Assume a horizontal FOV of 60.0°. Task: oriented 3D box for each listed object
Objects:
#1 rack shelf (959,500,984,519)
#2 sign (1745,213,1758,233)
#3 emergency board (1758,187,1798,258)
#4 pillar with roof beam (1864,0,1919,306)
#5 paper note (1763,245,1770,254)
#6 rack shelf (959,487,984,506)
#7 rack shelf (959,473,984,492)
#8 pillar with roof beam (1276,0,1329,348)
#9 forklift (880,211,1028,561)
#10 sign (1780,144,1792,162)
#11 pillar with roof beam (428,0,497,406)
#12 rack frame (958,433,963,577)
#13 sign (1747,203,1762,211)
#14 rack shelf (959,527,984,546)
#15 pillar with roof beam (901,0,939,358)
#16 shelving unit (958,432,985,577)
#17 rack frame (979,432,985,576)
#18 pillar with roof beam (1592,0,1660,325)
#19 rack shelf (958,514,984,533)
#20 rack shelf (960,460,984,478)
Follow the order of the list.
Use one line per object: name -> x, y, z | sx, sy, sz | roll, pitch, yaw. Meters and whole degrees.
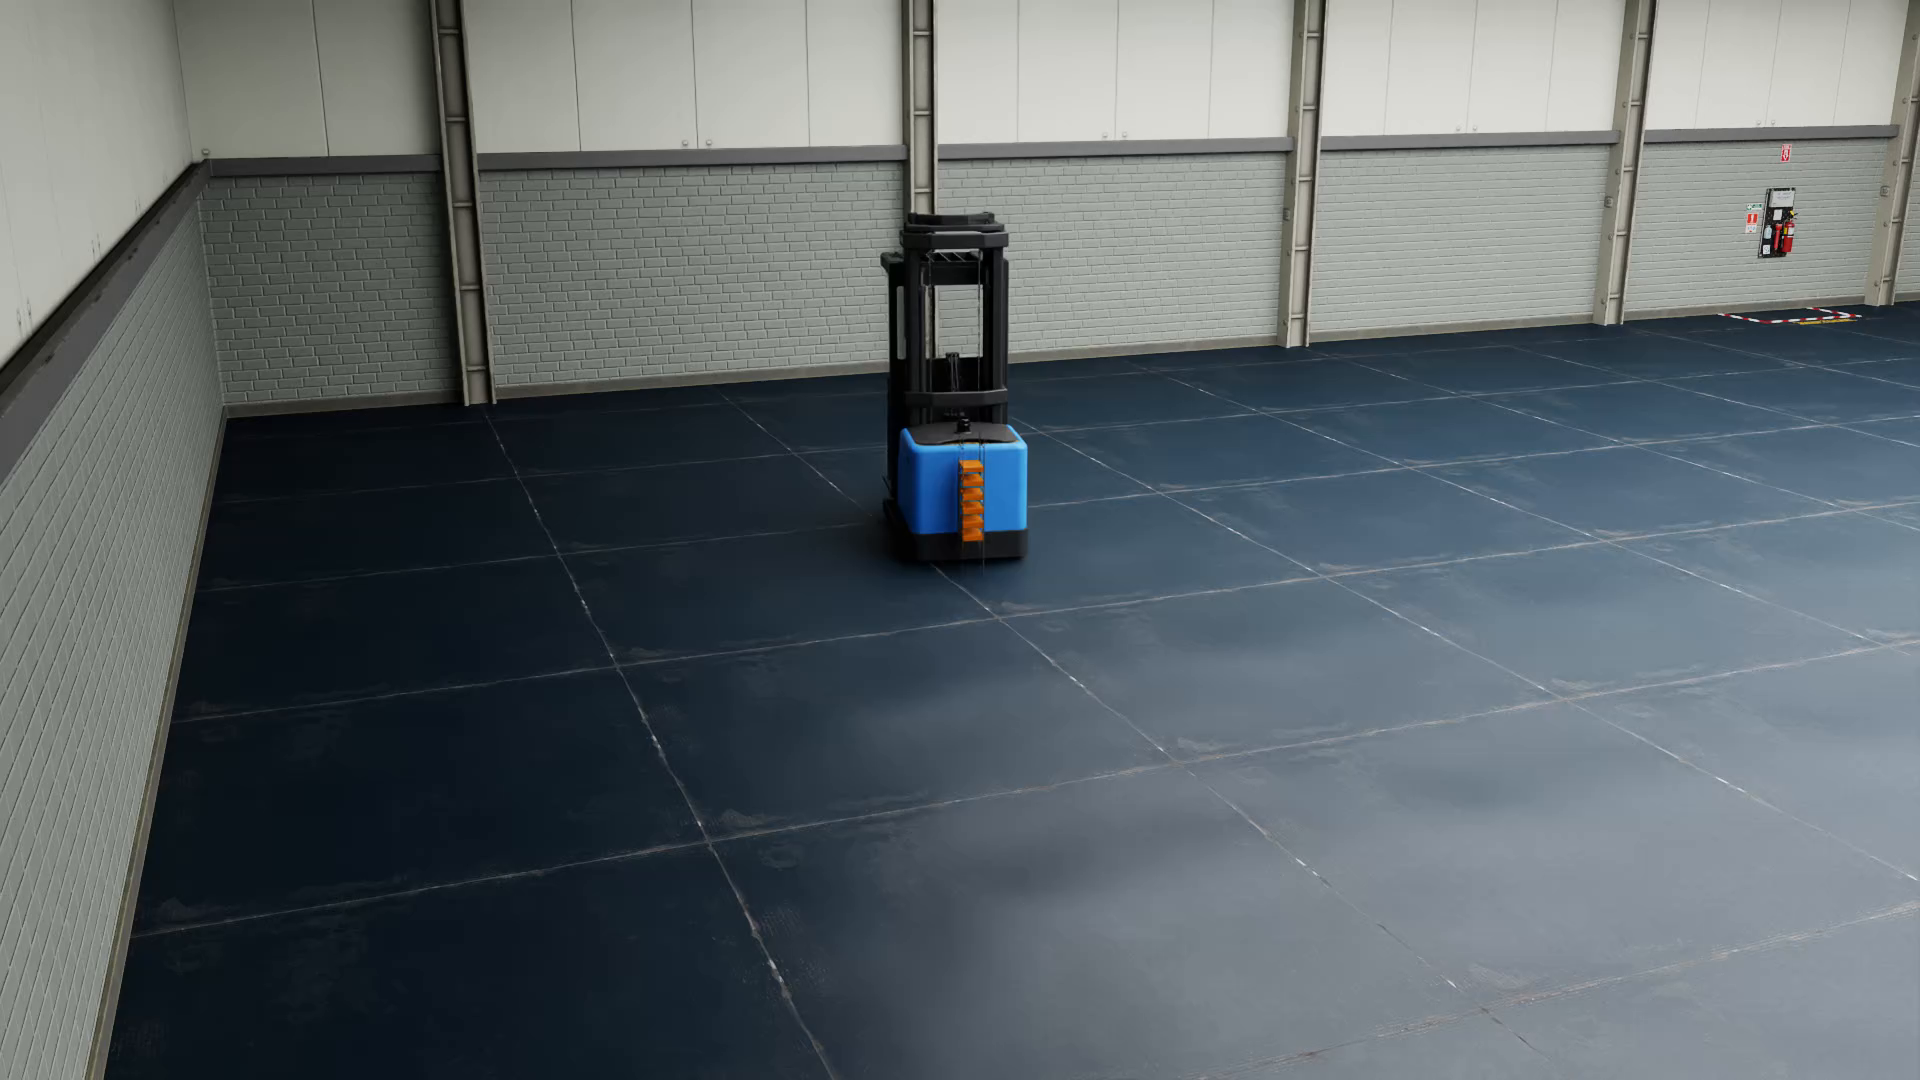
rack shelf -> 0.094, -0.257, 14.142 | 0.180, 0.103, 0.258 | -3, 18, -9
sign -> 13.398, -5.366, 28.137 | 0.234, 0.329, 0.001 | -6, 17, -20
emergency board -> 13.951, -5.378, 28.239 | 0.643, 1.169, 0.194 | -6, 17, -20
pillar with roof beam -> 17.813, -7.363, 24.351 | 0.400, 9.000, 9.100 | -6, 17, -20
paper note -> 13.761, -4.955, 28.364 | 0.142, 0.148, 0.016 | -6, 17, -20
rack shelf -> 0.094, -0.372, 14.105 | 0.180, 0.103, 0.258 | -3, 18, -9
rack shelf -> 0.094, -0.486, 14.068 | 0.180, 0.103, 0.258 | -3, 18, -9
pillar with roof beam -> 6.607, -6.153, 20.231 | 0.400, 9.000, 9.100 | -6, 17, -20
forklift -> -0.142, -1.594, 15.477 | 1.130, 2.935, 3.031 | -3, 17, -9
sign -> 13.908, -6.515, 27.999 | 0.199, 0.298, 0.001 | -6, 17, -20
pillar with roof beam -> -4.598, -4.943, 16.111 | 0.400, 9.000, 9.100 | -6, 17, -20
rack frame -> 0.003, -0.296, 14.114 | 0.006, 1.200, 0.240 | -3, 18, -9
sign -> 13.405, -5.619, 28.055 | 0.331, 0.109, 0.001 | -6, 17, -20
rack shelf -> 0.093, -0.029, 14.215 | 0.180, 0.103, 0.258 | -3, 18, -9
pillar with roof beam -> 1.004, -5.548, 18.171 | 0.400, 9.000, 9.100 | -6, 17, -20
shelving unit -> 0.094, -0.300, 14.128 | 0.189, 1.200, 0.258 | -3, 18, -9
rack frame -> 0.184, -0.304, 14.142 | 0.006, 1.200, 0.240 | -3, 18, -9
pillar with roof beam -> 12.210, -6.758, 22.291 | 0.400, 9.000, 9.100 | -6, 17, -20
rack shelf -> 0.093, -0.143, 14.179 | 0.180, 0.103, 0.258 | -3, 18, -9
rack shelf -> 0.095, -0.600, 14.031 | 0.180, 0.103, 0.258 | -3, 18, -9
